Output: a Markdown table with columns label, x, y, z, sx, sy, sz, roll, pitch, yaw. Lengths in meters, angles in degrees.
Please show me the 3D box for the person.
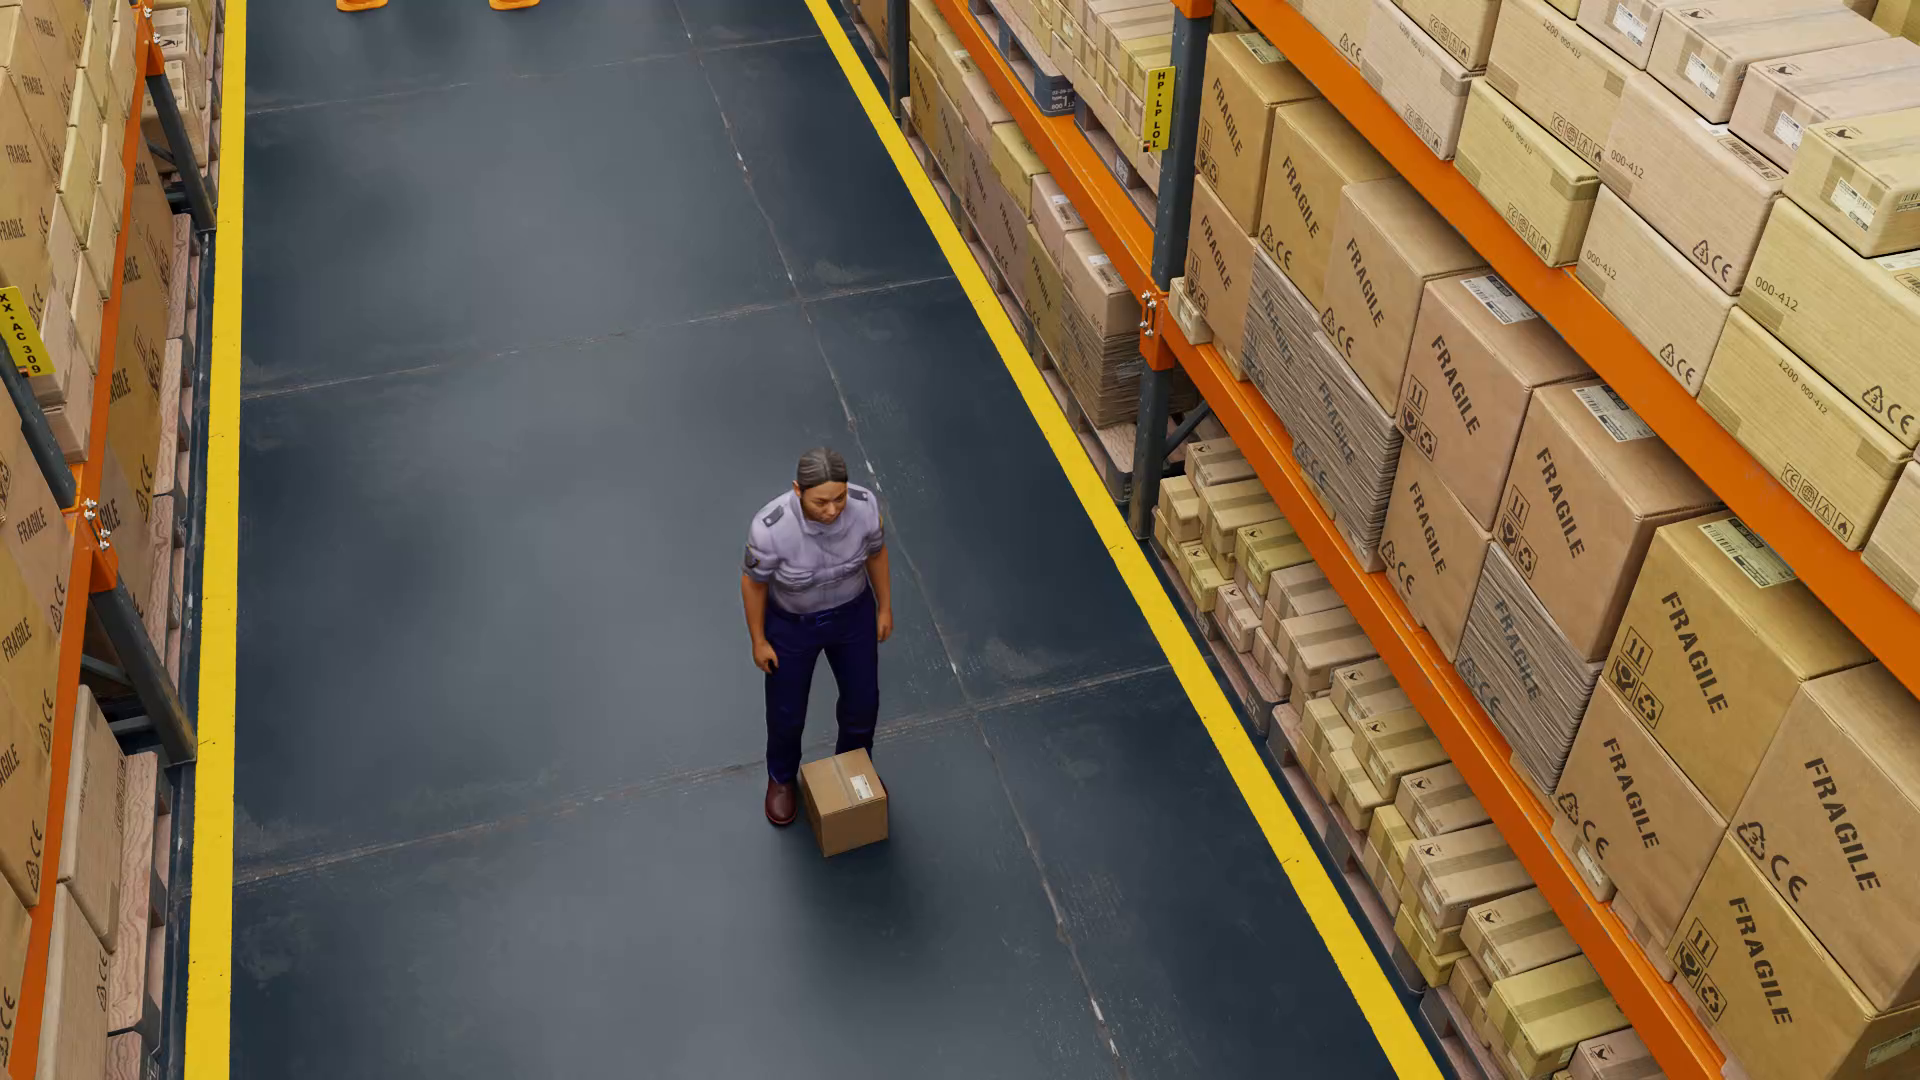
| label | x | y | z | sx | sy | sz | roll | pitch | yaw |
| --- | --- | --- | --- | --- | --- | --- | --- | --- | --- |
| person | -0.491 | 0.323 | 5.824 | 0.562 | 1.638 | 0.426 | -15 | 44 | -15 |
